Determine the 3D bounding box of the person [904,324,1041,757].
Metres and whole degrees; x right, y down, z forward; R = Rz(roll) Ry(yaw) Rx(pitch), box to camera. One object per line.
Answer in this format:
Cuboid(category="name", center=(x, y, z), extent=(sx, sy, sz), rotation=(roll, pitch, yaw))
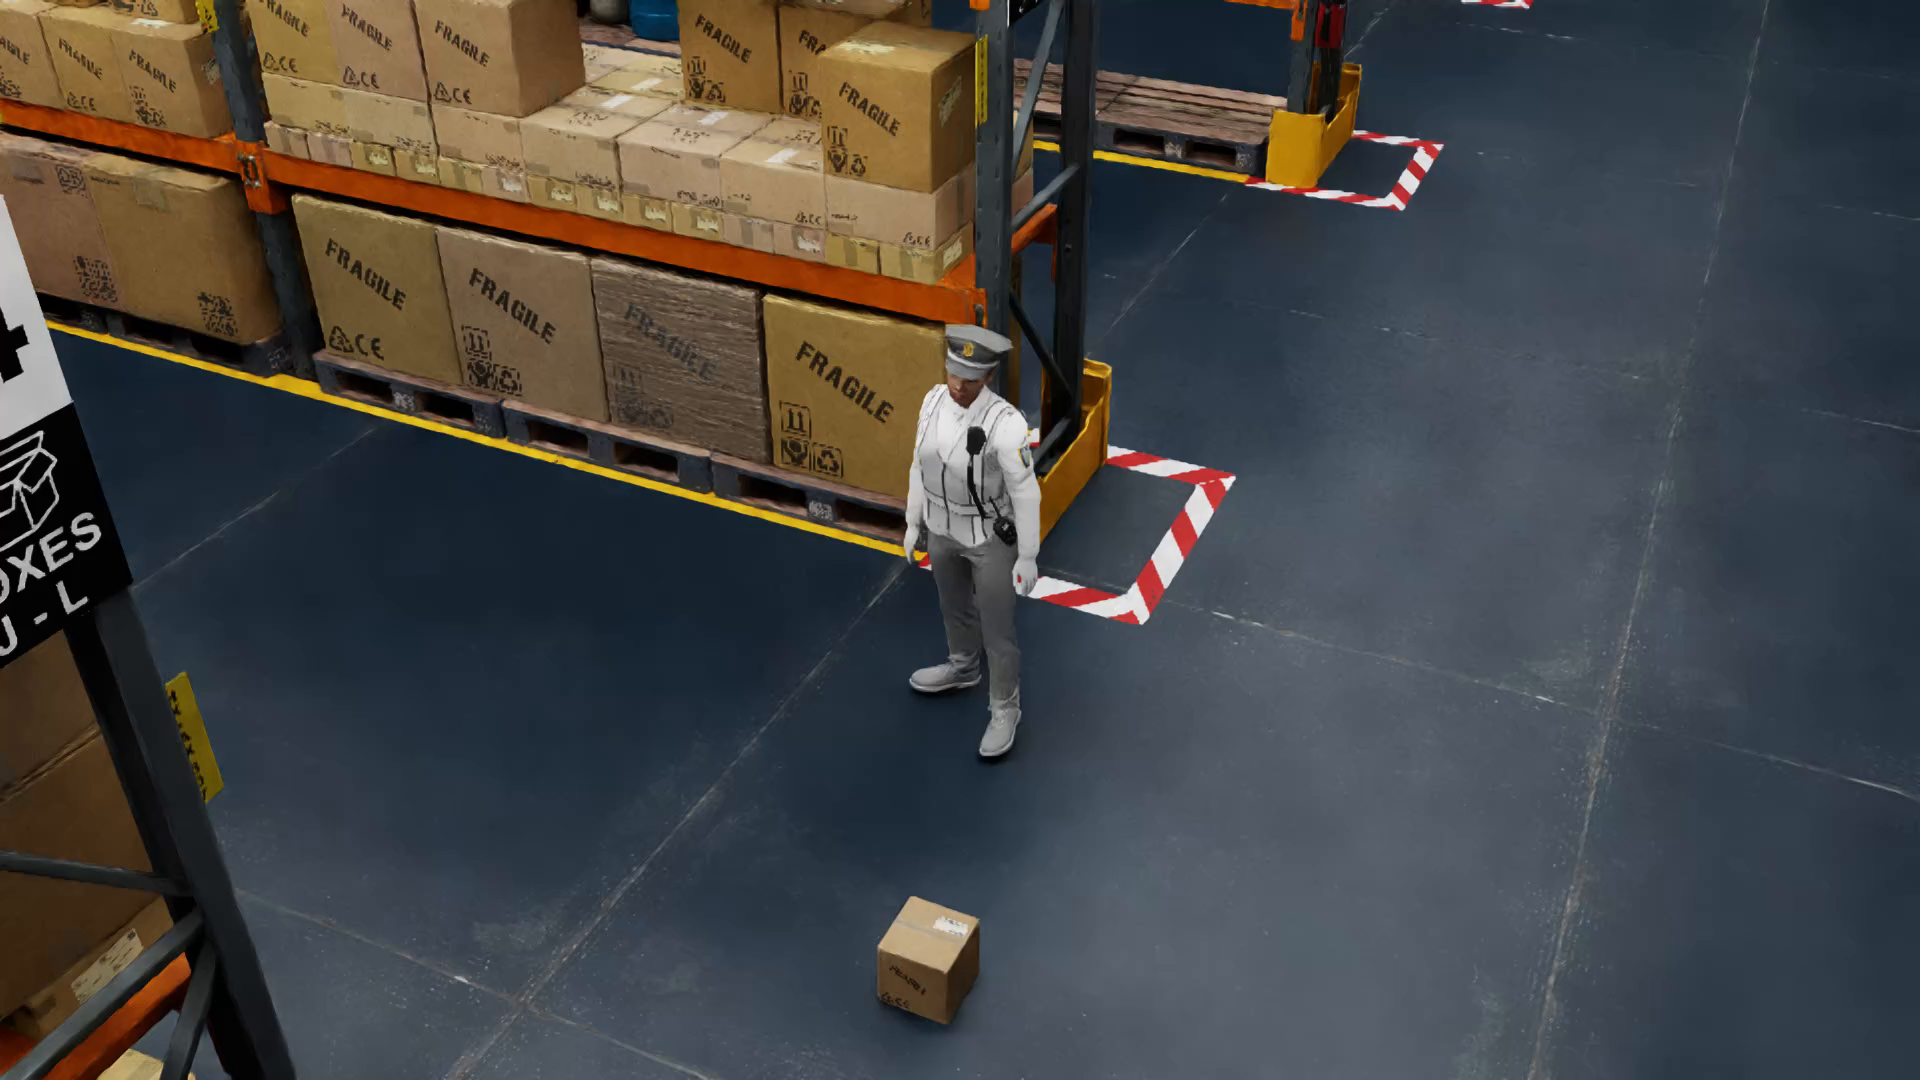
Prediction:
Cuboid(category="person", center=(0.039, -0.020, 6.115), extent=(0.602, 1.688, 0.360), rotation=(26, 41, 33))
